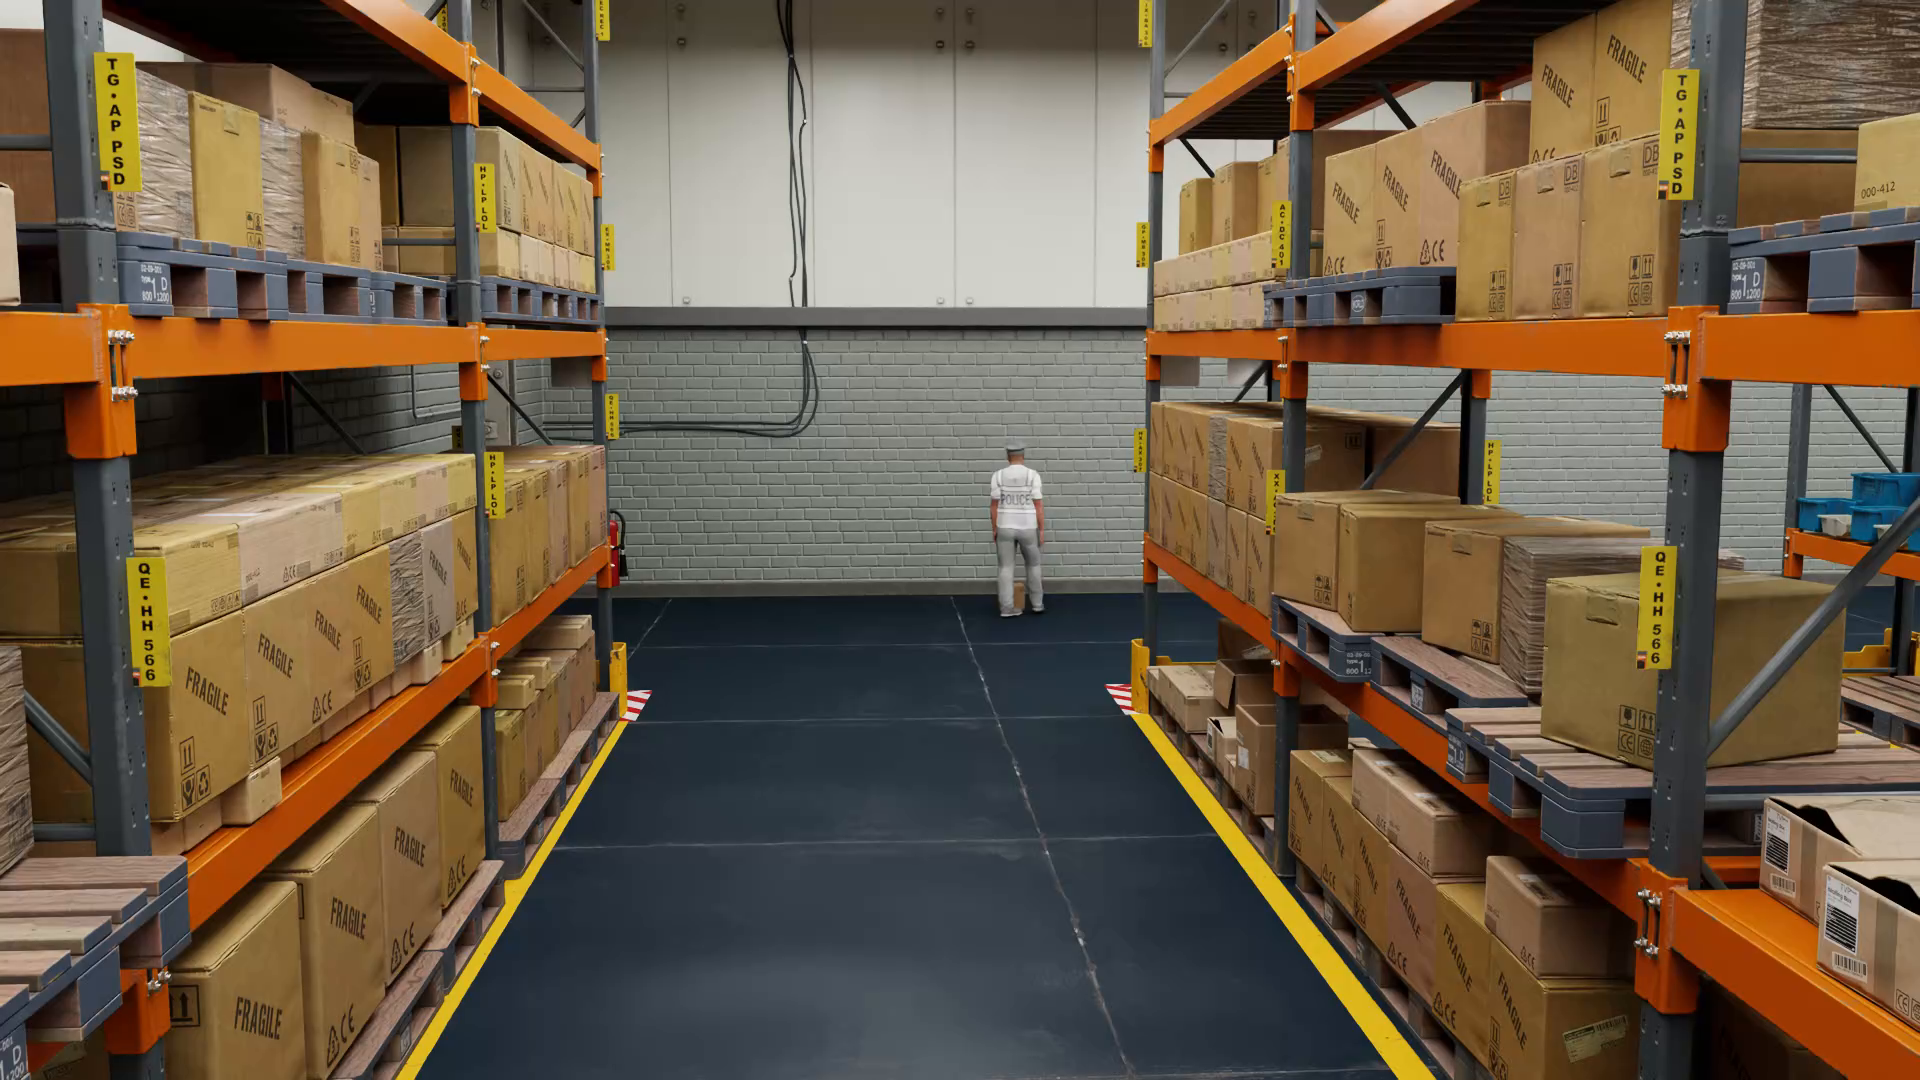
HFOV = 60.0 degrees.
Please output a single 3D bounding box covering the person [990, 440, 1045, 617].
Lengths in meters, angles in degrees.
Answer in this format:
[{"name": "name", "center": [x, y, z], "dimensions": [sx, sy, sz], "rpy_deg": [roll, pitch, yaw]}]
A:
[{"name": "person", "center": [0.587, -0.129, 16.702], "dimensions": [0.544, 1.759, 0.655], "rpy_deg": [1, 7, 6]}]
